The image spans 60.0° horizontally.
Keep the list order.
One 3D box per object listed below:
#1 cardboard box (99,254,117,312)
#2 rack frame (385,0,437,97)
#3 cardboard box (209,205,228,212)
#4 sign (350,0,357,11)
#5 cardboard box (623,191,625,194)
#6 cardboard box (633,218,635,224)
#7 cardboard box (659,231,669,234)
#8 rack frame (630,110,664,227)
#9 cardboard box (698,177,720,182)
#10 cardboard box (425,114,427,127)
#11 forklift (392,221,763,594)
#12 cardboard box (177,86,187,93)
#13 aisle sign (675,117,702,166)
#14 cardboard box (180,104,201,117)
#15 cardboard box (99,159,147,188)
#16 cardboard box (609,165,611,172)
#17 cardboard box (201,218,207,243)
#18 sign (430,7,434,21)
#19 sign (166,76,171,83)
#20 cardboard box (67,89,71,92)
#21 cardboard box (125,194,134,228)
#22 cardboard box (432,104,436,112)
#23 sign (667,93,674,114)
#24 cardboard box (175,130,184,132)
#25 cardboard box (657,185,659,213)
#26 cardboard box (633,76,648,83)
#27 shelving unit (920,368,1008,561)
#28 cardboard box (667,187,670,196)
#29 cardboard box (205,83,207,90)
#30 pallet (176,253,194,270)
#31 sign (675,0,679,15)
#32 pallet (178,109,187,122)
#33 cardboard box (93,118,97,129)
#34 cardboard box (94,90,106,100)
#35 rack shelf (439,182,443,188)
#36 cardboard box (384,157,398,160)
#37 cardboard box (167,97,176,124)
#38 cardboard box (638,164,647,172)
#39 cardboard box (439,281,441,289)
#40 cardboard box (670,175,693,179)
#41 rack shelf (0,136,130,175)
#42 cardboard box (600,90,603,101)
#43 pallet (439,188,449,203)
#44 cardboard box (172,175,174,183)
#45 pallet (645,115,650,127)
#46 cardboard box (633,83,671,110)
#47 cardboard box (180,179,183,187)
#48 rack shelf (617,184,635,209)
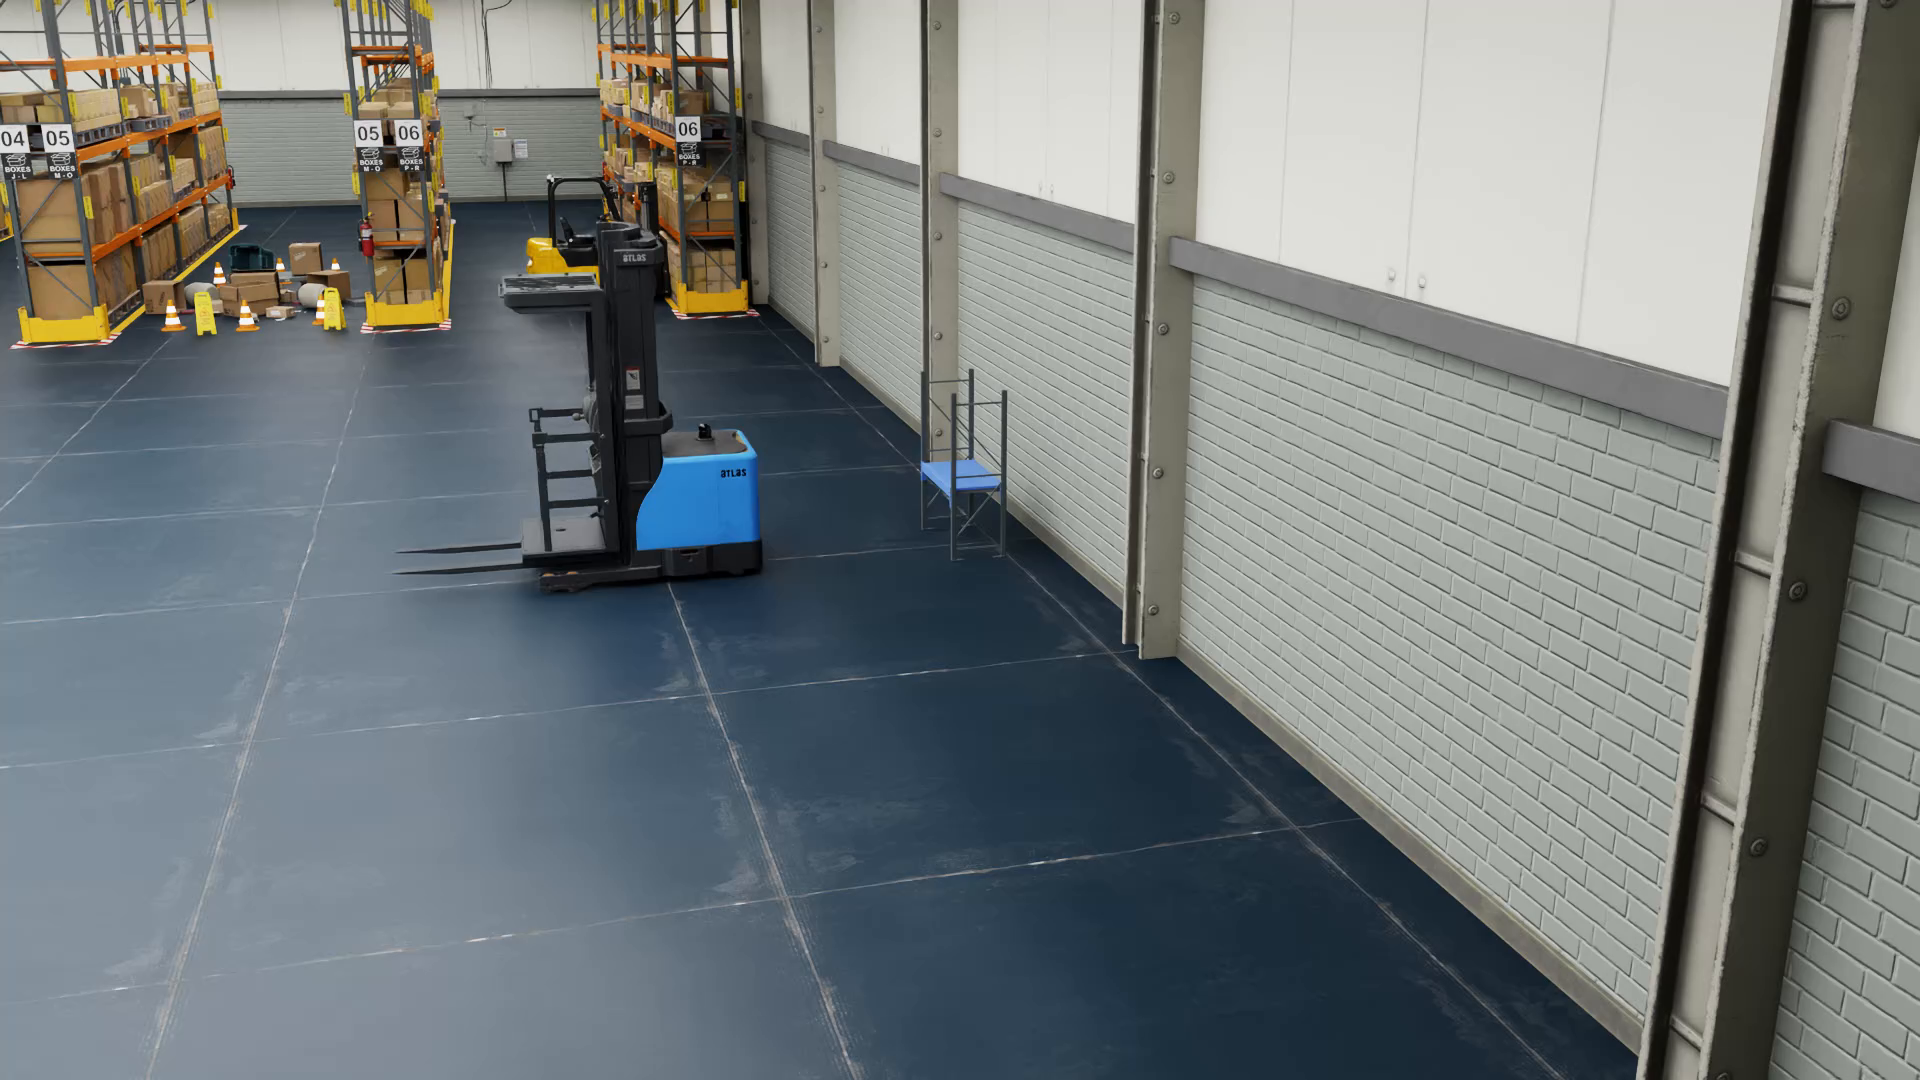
[{"bbox_3d":[-14.184,-4.130,26.747,0.875,0.875,0.875,-5,17,-16],"label":"cardboard box"},{"bbox_3d":[-13.356,-12.239,40.351,1.000,3.000,0.127,-5,17,-15],"label":"rack frame"},{"bbox_3d":[-17.491,-7.805,39.210,0.380,0.149,0.250,-5,17,-16],"label":"cardboard box"},{"bbox_3d":[-10.590,-9.397,28.992,0.100,0.325,0.005,-5,17,-15],"label":"sign"},{"bbox_3d":[-8.507,-8.588,42.235,0.797,0.503,0.637,-5,18,-17],"label":"cardboard box"},{"bbox_3d":[-6.836,-6.789,36.253,0.500,0.500,0.500,-5,17,-16],"label":"cardboard box"},{"bbox_3d":[-5.455,-5.644,31.137,0.500,0.250,0.500,-5,17,-16],"label":"cardboard box"},{"bbox_3d":[-6.386,-7.546,35.157,1.000,3.000,0.127,-5,17,-15],"label":"rack frame"},{"bbox_3d":[-4.350,-6.231,28.963,0.380,0.149,0.250,-4,17,-14],"label":"cardboard box"},{"bbox_3d":[-9.538,-7.313,28.911,0.500,0.250,0.500,-5,17,-16],"label":"cardboard box"},{"bbox_3d":[-3.268,-1.128,13.911,3.031,2.935,1.130,-5,17,-15],"label":"forklift"},{"bbox_3d":[-16.835,-9.734,35.927,0.380,0.149,0.250,-5,17,-16],"label":"cardboard box"},{"bbox_3d":[-4.451,-6.537,27.279,0.394,0.787,0.004,-5,17,-15],"label":"aisle sign"},{"bbox_3d":[-16.861,-9.353,36.221,0.500,0.250,0.500,-4,17,-12],"label":"cardboard box"},{"bbox_3d":[-15.351,-6.712,30.469,0.700,0.500,0.500,-5,17,-16],"label":"cardboard box"},{"bbox_3d":[-8.451,-9.166,40.986,0.380,0.149,0.250,-5,17,-17],"label":"cardboard box"},{"bbox_3d":[-16.542,-6.659,35.819,0.500,0.500,0.500,-5,17,-16],"label":"cardboard box"},{"bbox_3d":[-12.830,-12.763,40.335,0.100,0.325,0.005,-5,17,-15],"label":"sign"},{"bbox_3d":[-18.609,-10.758,39.118,0.100,0.325,0.005,-5,17,-15],"label":"sign"},{"bbox_3d":[-14.945,-7.376,27.524,0.380,0.149,0.250,-5,17,-16],"label":"cardboard box"},{"bbox_3d":[-14.677,-5.598,28.410,0.875,0.550,0.550,-5,17,-15],"label":"cardboard box"},{"bbox_3d":[-9.973,-7.946,30.804,0.500,0.250,0.500,-5,17,-16],"label":"cardboard box"},{"bbox_3d":[-4.713,-7.117,27.113,0.100,0.325,0.005,-5,17,-15],"label":"sign"},{"bbox_3d":[-17.651,-8.903,37.245,0.500,0.500,0.500,-4,17,-14],"label":"cardboard box"},{"bbox_3d":[-5.415,-6.344,30.982,0.500,0.500,0.500,-5,17,-17],"label":"cardboard box"},{"bbox_3d":[-7.230,-10.409,37.770,0.396,0.266,0.258,-5,17,-15],"label":"cardboard box"},{"bbox_3d":[0.023,-0.695,14.956,0.538,1.500,1.048,-5,17,-15],"label":"shelving unit"},{"bbox_3d":[-4.928,-6.118,29.103,0.380,0.149,0.250,-5,17,-15],"label":"cardboard box"},{"bbox_3d":[-17.480,-10.386,38.097,0.380,0.149,0.250,-5,17,-17],"label":"cardboard box"},{"bbox_3d":[-16.102,-5.614,33.573,1.003,0.211,1.213,-5,17,-15],"label":"pallet"},{"bbox_3d":[-5.853,-10.987,34.286,0.100,0.325,0.005,-5,17,-15],"label":"sign"},{"bbox_3d":[-16.633,-8.721,34.180,1.213,0.211,1.003,-5,17,-15],"label":"pallet"},{"bbox_3d":[-13.823,-6.555,26.177,0.380,0.149,0.250,-5,17,-16],"label":"cardboard box"},{"bbox_3d":[-14.103,-7.218,26.998,0.380,0.149,0.250,-5,17,-15],"label":"cardboard box"},{"bbox_3d":[-11.707,-7.361,35.793,1.077,0.370,4.000,-5,17,-15],"label":"rack shelf"},{"bbox_3d":[-9.914,-6.292,28.555,0.700,0.500,0.500,-5,17,-16],"label":"cardboard box"},{"bbox_3d":[-15.934,-8.534,33.060,0.500,0.500,0.500,-5,17,-15],"label":"cardboard box"},{"bbox_3d":[-6.411,-7.650,34.203,0.380,0.149,0.250,-4,17,-14],"label":"cardboard box"},{"bbox_3d":[-9.047,-4.211,28.103,0.500,0.250,0.500,-4,17,-13],"label":"cardboard box"},{"bbox_3d":[-4.915,-6.340,29.325,0.380,0.149,0.250,-4,17,-14],"label":"cardboard box"},{"bbox_3d":[-14.240,-6.166,26.598,1.077,0.370,4.000,-5,17,-15],"label":"rack shelf"},{"bbox_3d":[-8.725,-11.122,41.591,0.500,0.250,0.500,-5,17,-16],"label":"cardboard box"},{"bbox_3d":[-10.859,-6.872,33.247,1.213,0.211,1.003,-5,17,-15],"label":"pallet"},{"bbox_3d":[-15.905,-7.181,33.132,0.380,0.149,0.250,-4,17,-13],"label":"cardboard box"},{"bbox_3d":[-5.541,-8.028,31.879,0.805,0.209,1.217,-5,18,-17],"label":"pallet"},{"bbox_3d":[-6.186,-8.928,33.467,0.700,0.500,0.500,-5,17,-16],"label":"cardboard box"},{"bbox_3d":[-16.184,-7.320,34.113,0.380,0.149,0.250,-4,17,-15],"label":"cardboard box"},{"bbox_3d":[-6.935,-7.755,37.102,1.077,0.370,4.000,-5,17,-15],"label":"rack shelf"}]
